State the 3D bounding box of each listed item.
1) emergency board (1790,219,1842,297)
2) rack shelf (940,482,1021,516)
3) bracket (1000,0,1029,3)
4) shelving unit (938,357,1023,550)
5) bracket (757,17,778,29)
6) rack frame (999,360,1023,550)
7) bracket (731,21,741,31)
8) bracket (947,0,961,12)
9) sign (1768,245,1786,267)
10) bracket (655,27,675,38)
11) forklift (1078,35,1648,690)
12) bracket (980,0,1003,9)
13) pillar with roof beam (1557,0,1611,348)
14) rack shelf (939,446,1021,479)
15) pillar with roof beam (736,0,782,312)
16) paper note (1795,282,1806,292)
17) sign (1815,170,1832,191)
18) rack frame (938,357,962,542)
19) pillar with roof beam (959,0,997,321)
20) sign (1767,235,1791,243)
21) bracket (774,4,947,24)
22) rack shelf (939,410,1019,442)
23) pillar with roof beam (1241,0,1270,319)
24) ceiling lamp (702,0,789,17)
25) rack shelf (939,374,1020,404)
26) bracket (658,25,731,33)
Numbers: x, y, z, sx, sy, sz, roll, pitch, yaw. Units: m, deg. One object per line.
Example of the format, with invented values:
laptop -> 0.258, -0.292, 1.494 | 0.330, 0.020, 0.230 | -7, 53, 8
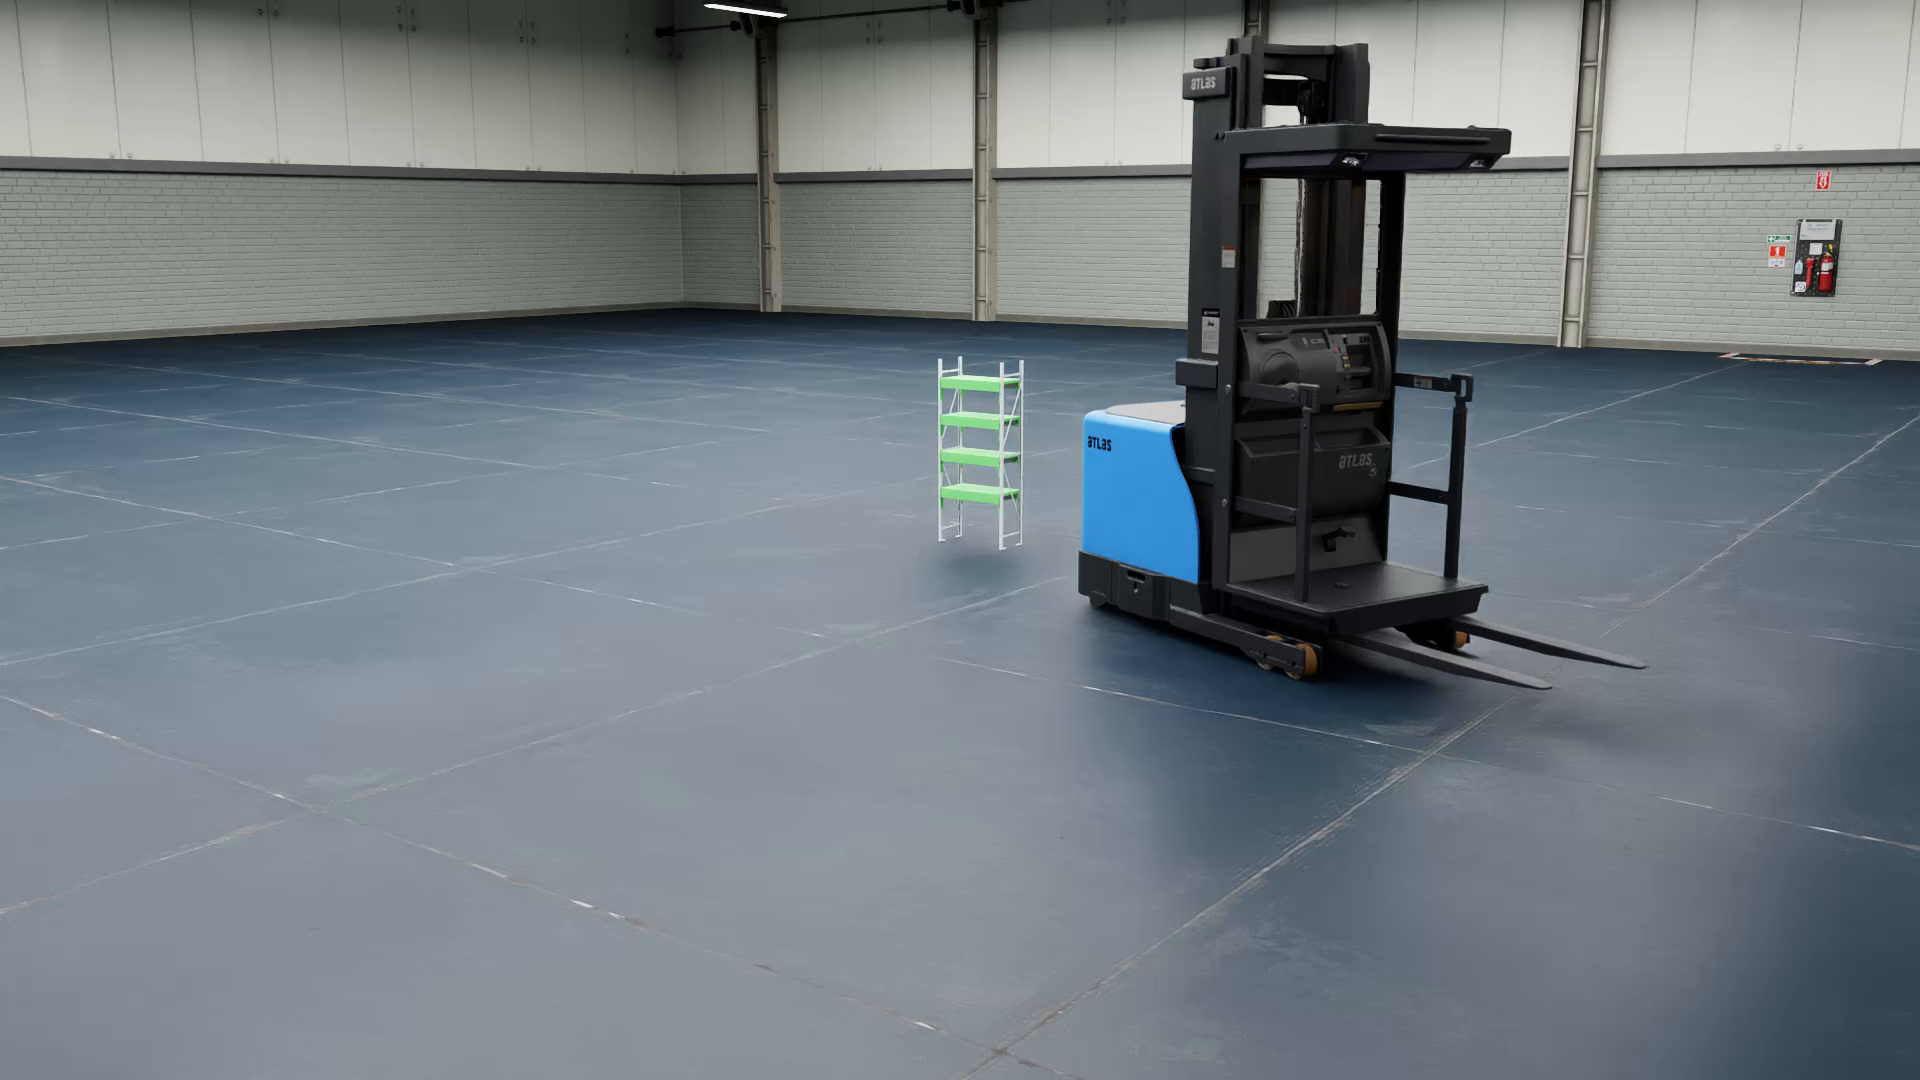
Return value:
emergency board -> 13.046, -4.301, 25.363 | 0.643, 1.169, 0.194 | 8, 13, 36
rack shelf -> 0.133, -0.272, 10.877 | 0.480, 0.148, 0.258 | 8, 13, 36
bracket -> 2.708, -10.363, 31.426 | 4.783, 0.066, 0.076 | 8, 13, 36
shelving unit -> 0.133, -0.570, 10.820 | 0.503, 1.200, 0.258 | 8, 13, 36
bracket -> -4.205, -11.327, 36.411 | 0.430, 0.232, 0.235 | 8, 13, 36
rack frame -> 0.330, -0.543, 10.678 | 0.015, 1.200, 0.240 | 8, 13, 36
bracket -> -4.874, -11.420, 36.893 | 0.430, 0.232, 0.235 | 8, 13, 36
bracket -> -0.038, -10.746, 33.406 | 0.430, 0.232, 0.235 | 8, 13, 36
sign -> 12.661, -4.396, 25.763 | 0.234, 0.329, 0.001 | 8, 13, 36
bracket -> -6.784, -11.687, 38.270 | 0.430, 0.232, 0.235 | 8, 13, 36
forklift -> 1.853, -0.894, 7.936 | 1.130, 2.935, 3.031 | -7, 13, -31
bracket -> 0.632, -10.652, 32.924 | 0.430, 0.232, 0.235 | 8, 13, 36
pillar with roof beam -> 7.631, -6.978, 23.407 | 0.400, 9.000, 9.100 | 8, 13, 36
rack shelf -> 0.133, -0.508, 10.832 | 0.480, 0.148, 0.258 | 8, 13, 36
pillar with roof beam -> -6.877, -9.002, 33.868 | 0.548, 9.000, 9.100 | 8, 13, 36
paper note -> 12.944, -3.899, 25.605 | 0.142, 0.148, 0.016 | 8, 13, 36
sign -> 13.098, -5.455, 25.227 | 0.199, 0.298, 0.001 | 8, 13, 36
rack frame -> -0.063, -0.598, 10.961 | 0.015, 1.200, 0.240 | 8, 13, 36
pillar with roof beam -> -2.041, -8.327, 30.381 | 0.548, 9.000, 9.100 | 8, 13, 36
sign -> 12.660, -4.655, 25.703 | 0.331, 0.109, 0.001 | 8, 13, 36
bracket -> -2.128, -11.037, 34.913 | 4.783, 0.066, 0.076 | 8, 13, 36
rack shelf -> 0.133, -0.743, 10.786 | 0.480, 0.148, 0.258 | 8, 13, 36
pillar with roof beam -> 2.795, -7.653, 26.894 | 0.400, 9.000, 9.100 | 8, 13, 36
ceiling lamp -> -4.151, -11.333, 30.549 | 0.800, 3.185, 2.000 | 8, 13, 36
rack shelf -> 0.133, -0.979, 10.740 | 0.480, 0.148, 0.258 | 8, 13, 36
bracket -> -6.308, -11.620, 37.927 | 3.189, 0.066, 0.076 | 8, 13, 36
